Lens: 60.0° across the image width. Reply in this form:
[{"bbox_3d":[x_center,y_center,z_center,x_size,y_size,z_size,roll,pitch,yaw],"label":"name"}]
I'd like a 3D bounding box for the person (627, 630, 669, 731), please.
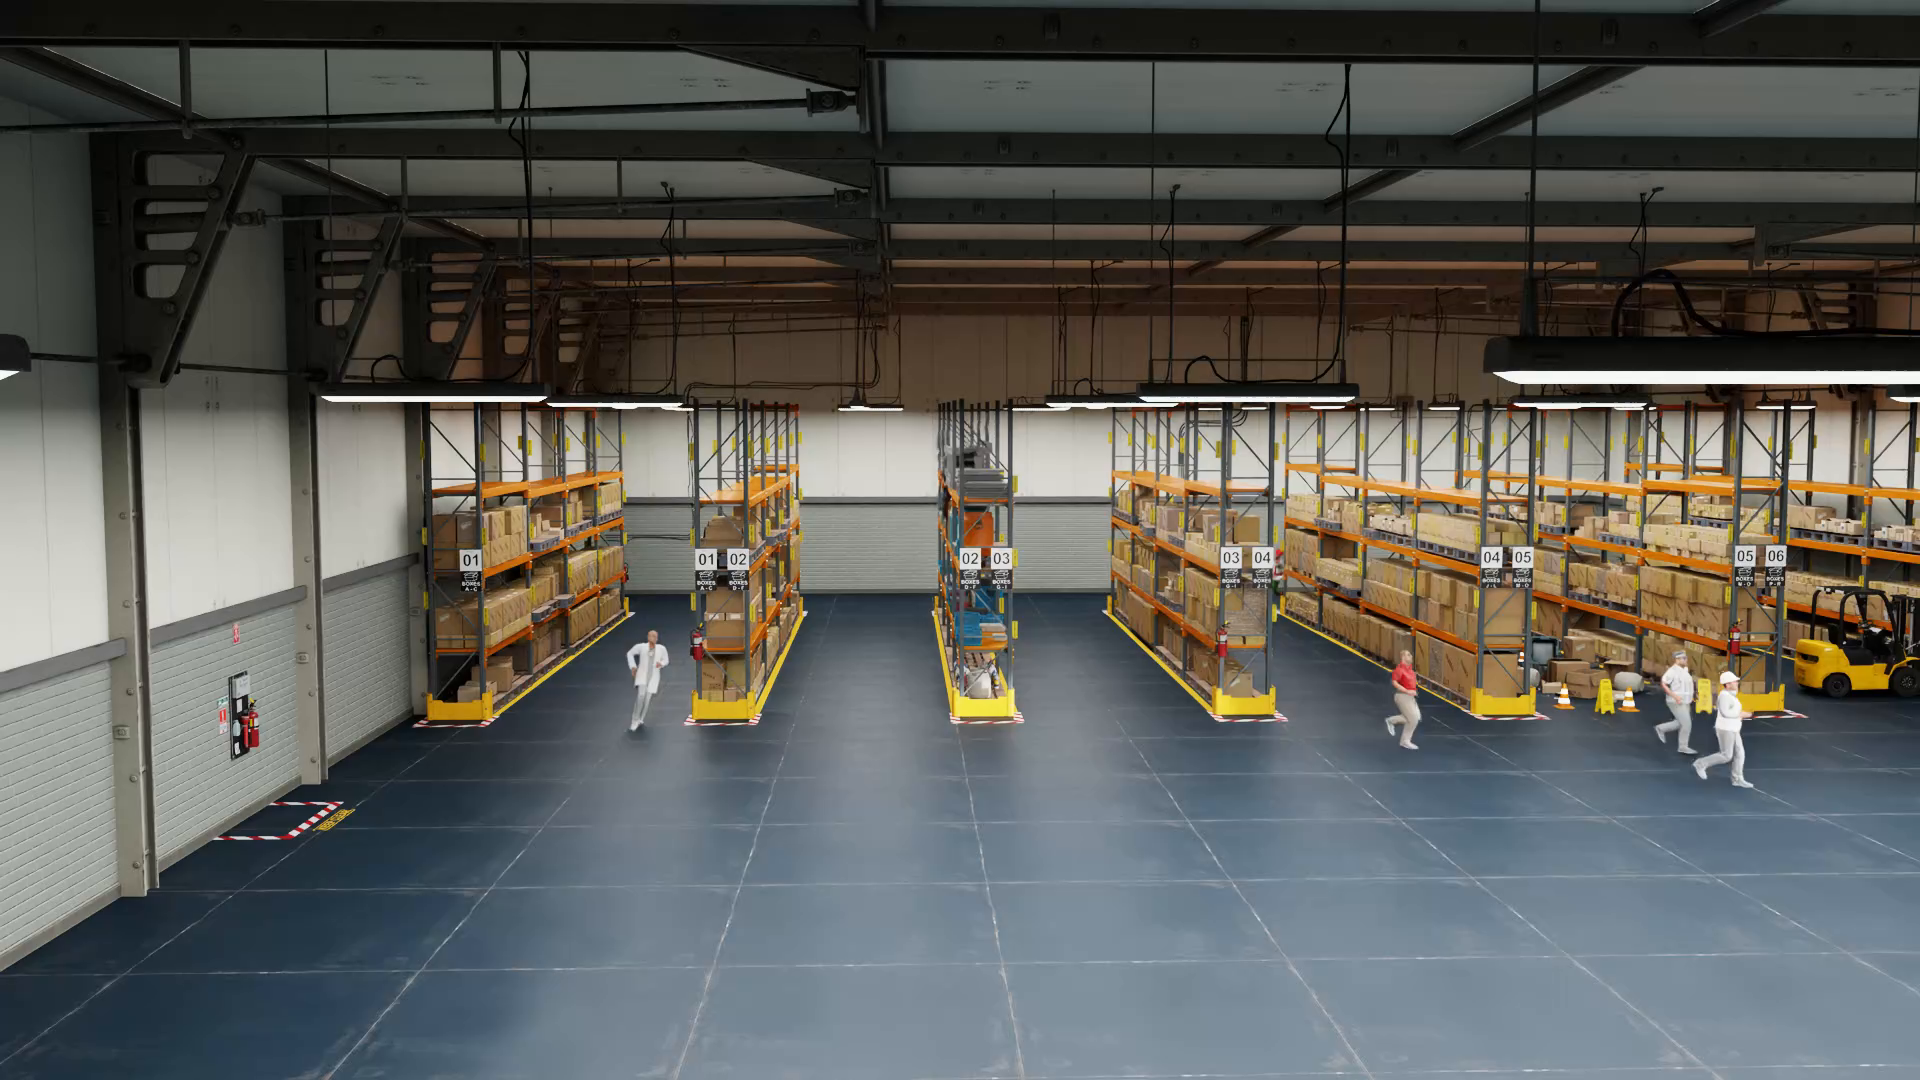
[{"bbox_3d":[-5.705,2.543,30.438,0.766,1.766,0.805,-2,5,-19],"label":"person"}]

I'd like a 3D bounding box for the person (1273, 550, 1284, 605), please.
[{"bbox_3d":[9.326,1.131,49.035,0.868,1.720,0.793,-1,4,-7],"label":"person"}]

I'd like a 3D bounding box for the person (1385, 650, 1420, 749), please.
[{"bbox_3d":[7.609,2.728,28.584,0.576,1.694,0.699,2,5,29],"label":"person"}]

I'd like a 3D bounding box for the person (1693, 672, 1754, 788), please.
[{"bbox_3d":[11.745,2.895,25.520,0.859,1.752,0.673,3,5,34],"label":"person"}]

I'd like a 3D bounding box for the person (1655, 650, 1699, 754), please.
[{"bbox_3d":[12.140,2.709,28.132,0.699,1.738,0.747,-4,6,-40],"label":"person"}]
